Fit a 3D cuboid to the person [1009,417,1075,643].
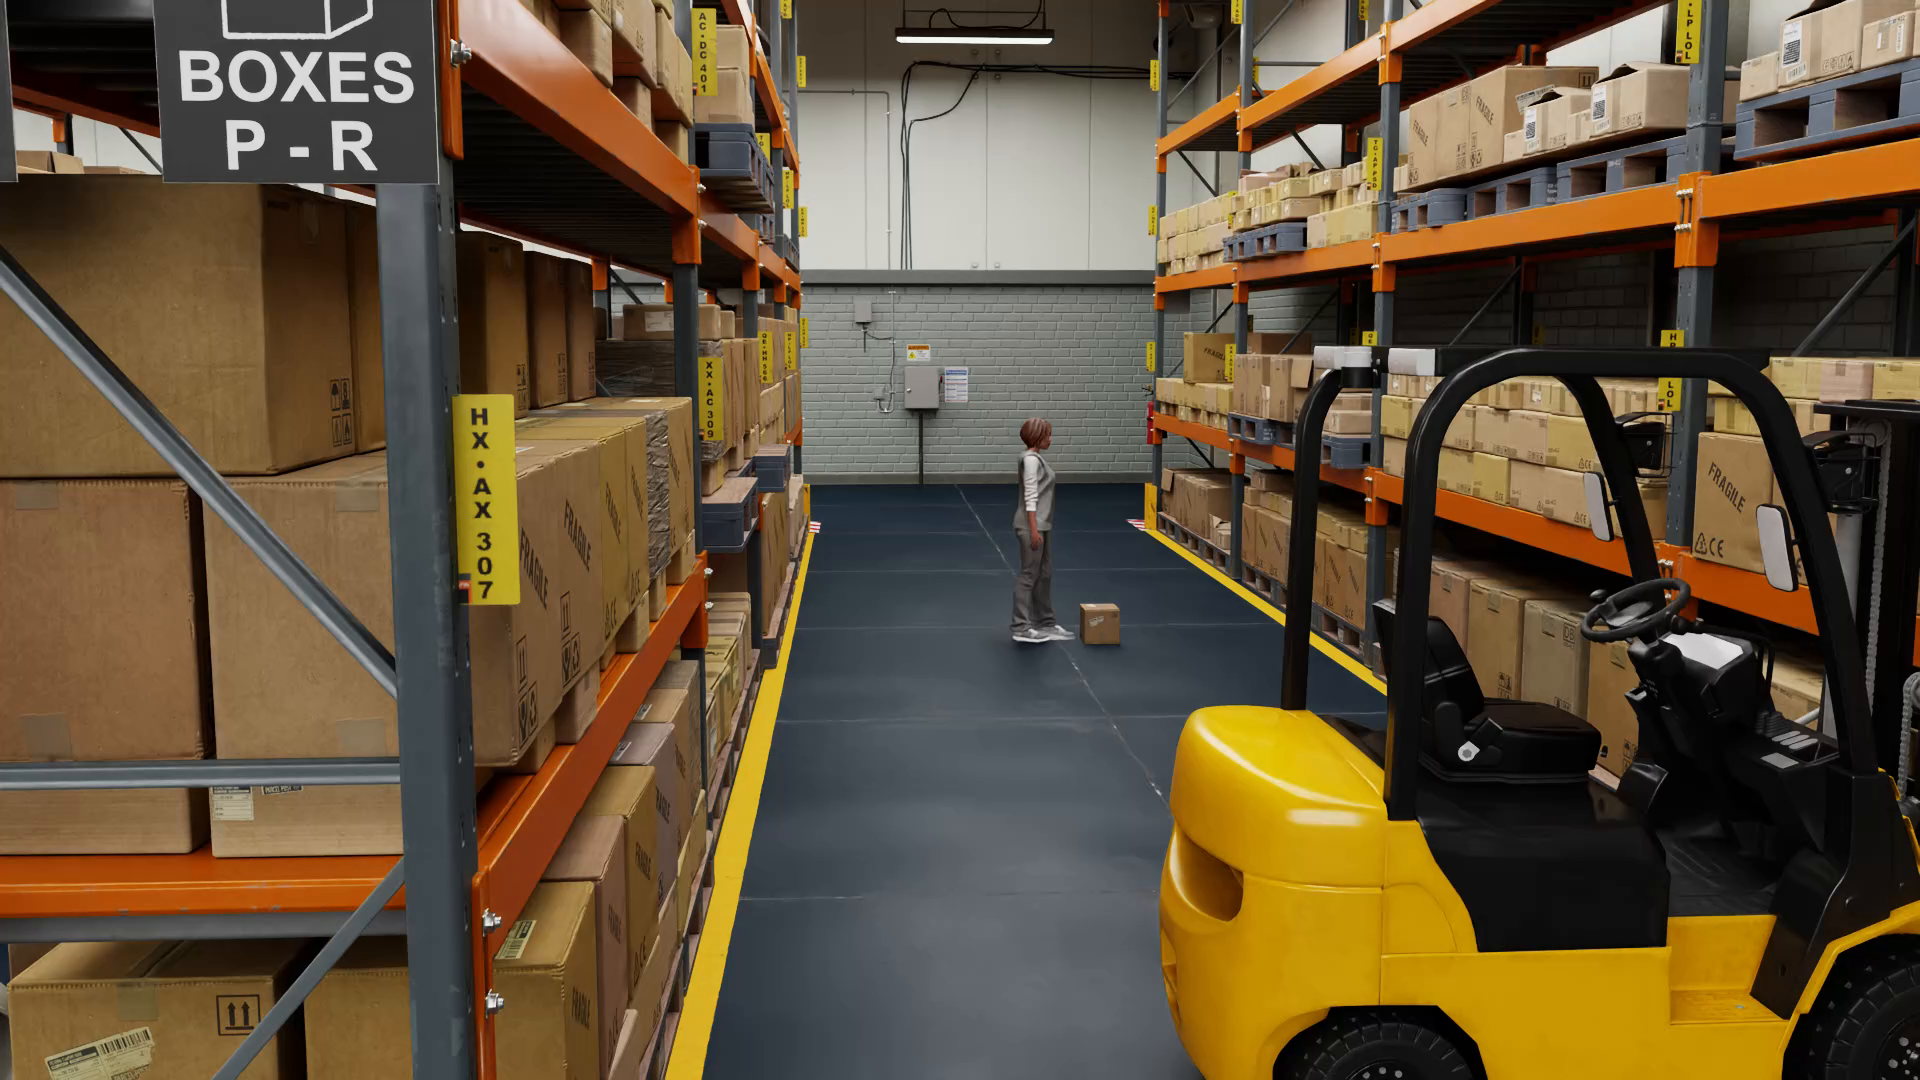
[{"bbox_3d":[0.587,-0.061,11.789,0.473,1.615,0.441,0,7,4],"label":"person"}]
